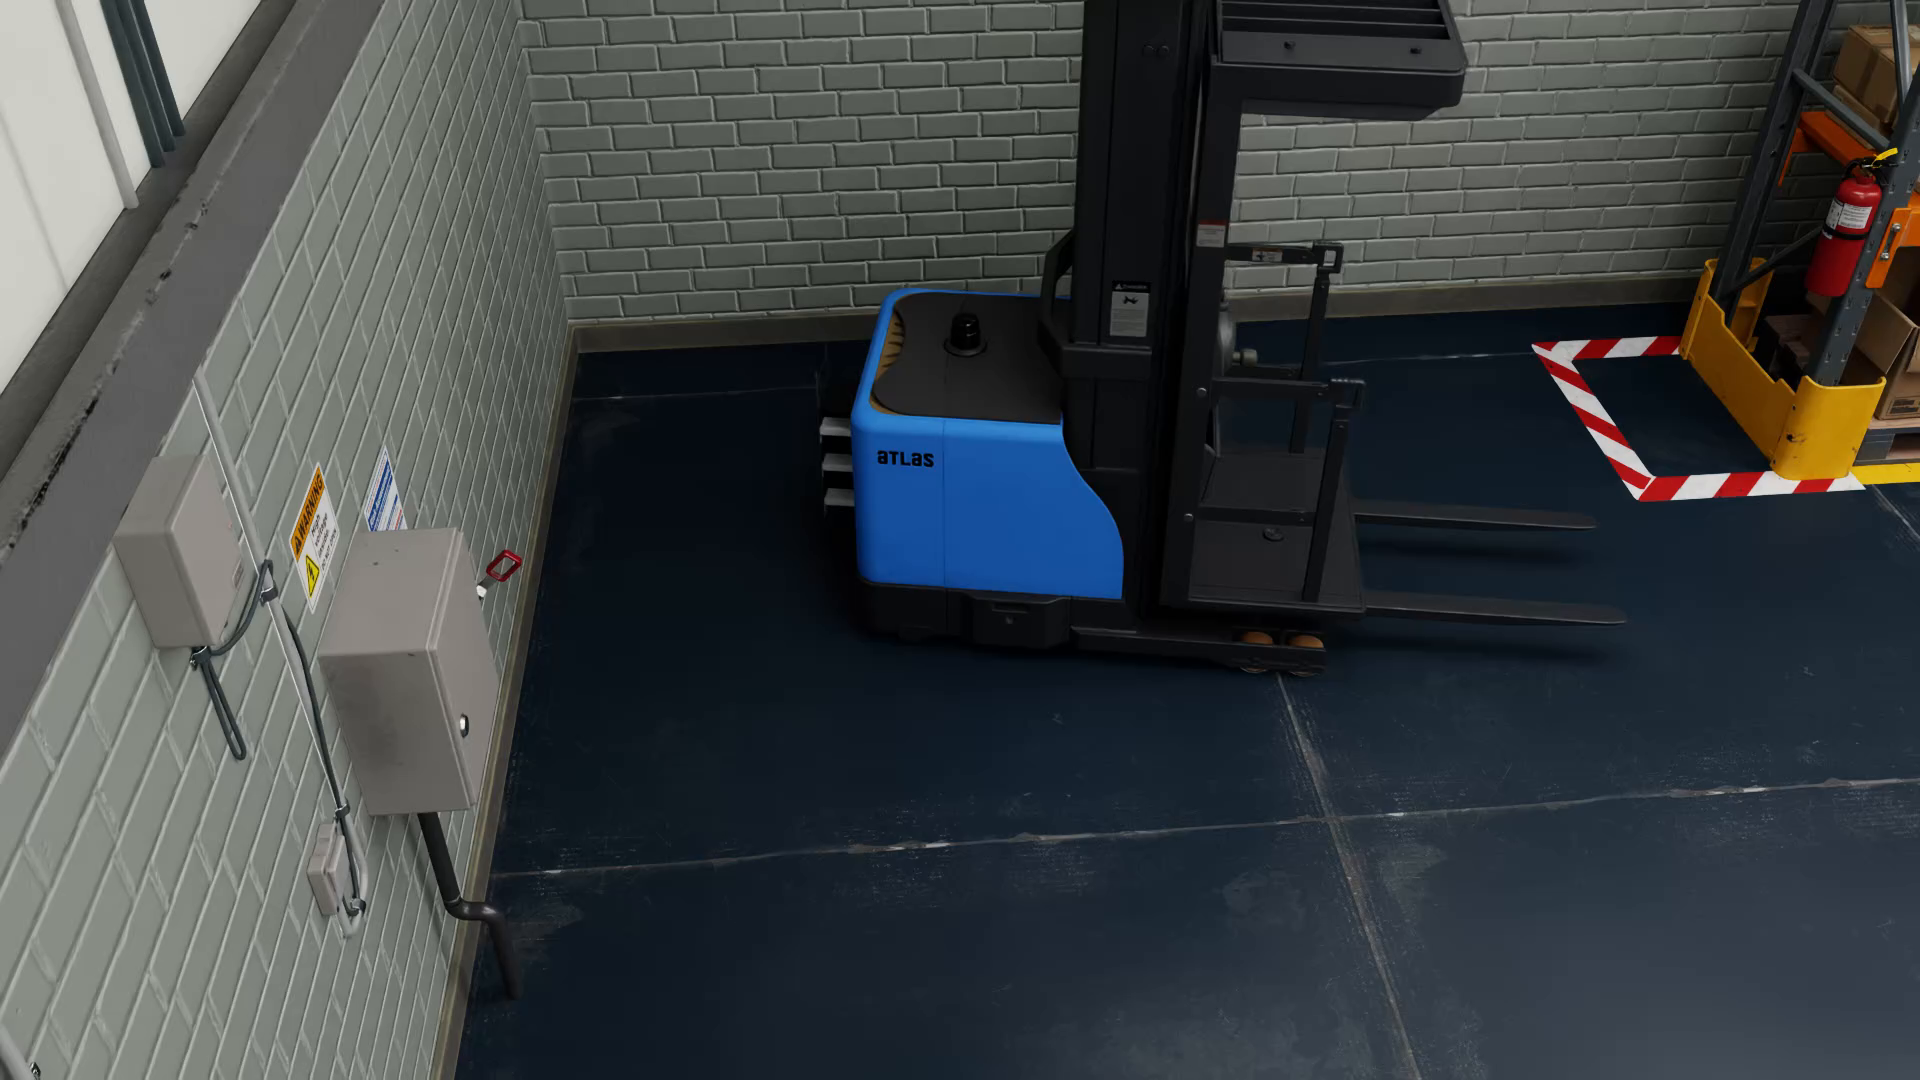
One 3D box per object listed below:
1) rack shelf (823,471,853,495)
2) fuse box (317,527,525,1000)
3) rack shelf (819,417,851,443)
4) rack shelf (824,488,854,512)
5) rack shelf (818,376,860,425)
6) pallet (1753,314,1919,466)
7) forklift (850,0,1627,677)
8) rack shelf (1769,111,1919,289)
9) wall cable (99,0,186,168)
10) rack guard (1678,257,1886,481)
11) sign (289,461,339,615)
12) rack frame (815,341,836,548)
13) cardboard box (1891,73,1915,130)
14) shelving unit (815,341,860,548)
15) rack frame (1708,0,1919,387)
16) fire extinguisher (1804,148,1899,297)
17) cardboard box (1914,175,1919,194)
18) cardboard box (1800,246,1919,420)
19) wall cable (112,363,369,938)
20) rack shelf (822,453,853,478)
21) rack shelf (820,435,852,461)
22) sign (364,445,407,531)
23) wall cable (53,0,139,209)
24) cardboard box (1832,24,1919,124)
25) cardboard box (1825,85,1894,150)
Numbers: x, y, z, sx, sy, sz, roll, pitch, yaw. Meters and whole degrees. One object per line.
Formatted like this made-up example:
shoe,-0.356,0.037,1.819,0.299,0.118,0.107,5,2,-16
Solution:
rack shelf,-0.464,-0.288,7.088,0.200,0.077,0.258,4,38,5
fuse box,-1.416,0.777,4.884,0.414,1.711,0.539,-3,38,-4
rack shelf,-0.464,-0.500,6.921,0.200,0.077,0.258,4,38,5
rack shelf,-0.464,-0.217,7.144,0.200,0.077,0.258,4,38,5
rack shelf,-0.464,-0.571,6.865,0.200,0.077,0.258,4,38,5
pallet,4.666,-0.765,8.049,1.213,0.211,1.003,-3,38,-4
forklift,1.130,-0.960,6.101,3.031,2.935,1.130,4,38,5
rack shelf,5.788,-1.638,7.486,4.000,0.370,1.077,-3,38,-4
wall cable,-1.674,-2.818,3.526,0.133,3.039,2.988,-3,38,-4
rack guard,3.872,-0.834,7.903,0.348,0.500,1.175,-3,38,-4
sign,-1.617,-0.008,4.172,0.001,0.242,0.339,-3,38,-4
rack frame,-0.565,-0.392,7.020,0.006,0.900,0.240,4,38,5
cardboard box,4.272,-1.728,6.899,0.500,0.250,0.500,-3,38,-4
shelving unit,-0.464,-0.385,7.011,0.210,0.900,0.258,4,38,5
rack frame,3.796,-1.811,7.124,0.127,3.000,1.000,-3,38,-4
fire extinguisher,3.691,-1.341,6.892,0.183,0.674,0.296,-3,38,-4
cardboard box,4.148,-1.561,7.010,0.250,0.149,0.380,-3,38,-4
cardboard box,4.414,-0.971,7.735,0.637,0.503,0.797,-5,39,-6
wall cable,-1.512,0.302,3.626,0.122,1.984,0.588,-3,38,-4
rack shelf,-0.464,-0.359,7.032,0.200,0.077,0.258,4,38,5
rack shelf,-0.464,-0.429,6.976,0.200,0.077,0.258,4,38,5
sign,-1.666,0.015,4.886,0.001,0.494,0.329,-3,38,-4
wall cable,-1.465,-1.082,1.357,0.029,3.000,2.355,-3,38,-4
cardboard box,4.231,-2.058,7.318,0.500,0.250,0.500,-2,38,-3
cardboard box,4.103,-1.896,7.435,0.250,0.149,0.380,-4,38,-4
